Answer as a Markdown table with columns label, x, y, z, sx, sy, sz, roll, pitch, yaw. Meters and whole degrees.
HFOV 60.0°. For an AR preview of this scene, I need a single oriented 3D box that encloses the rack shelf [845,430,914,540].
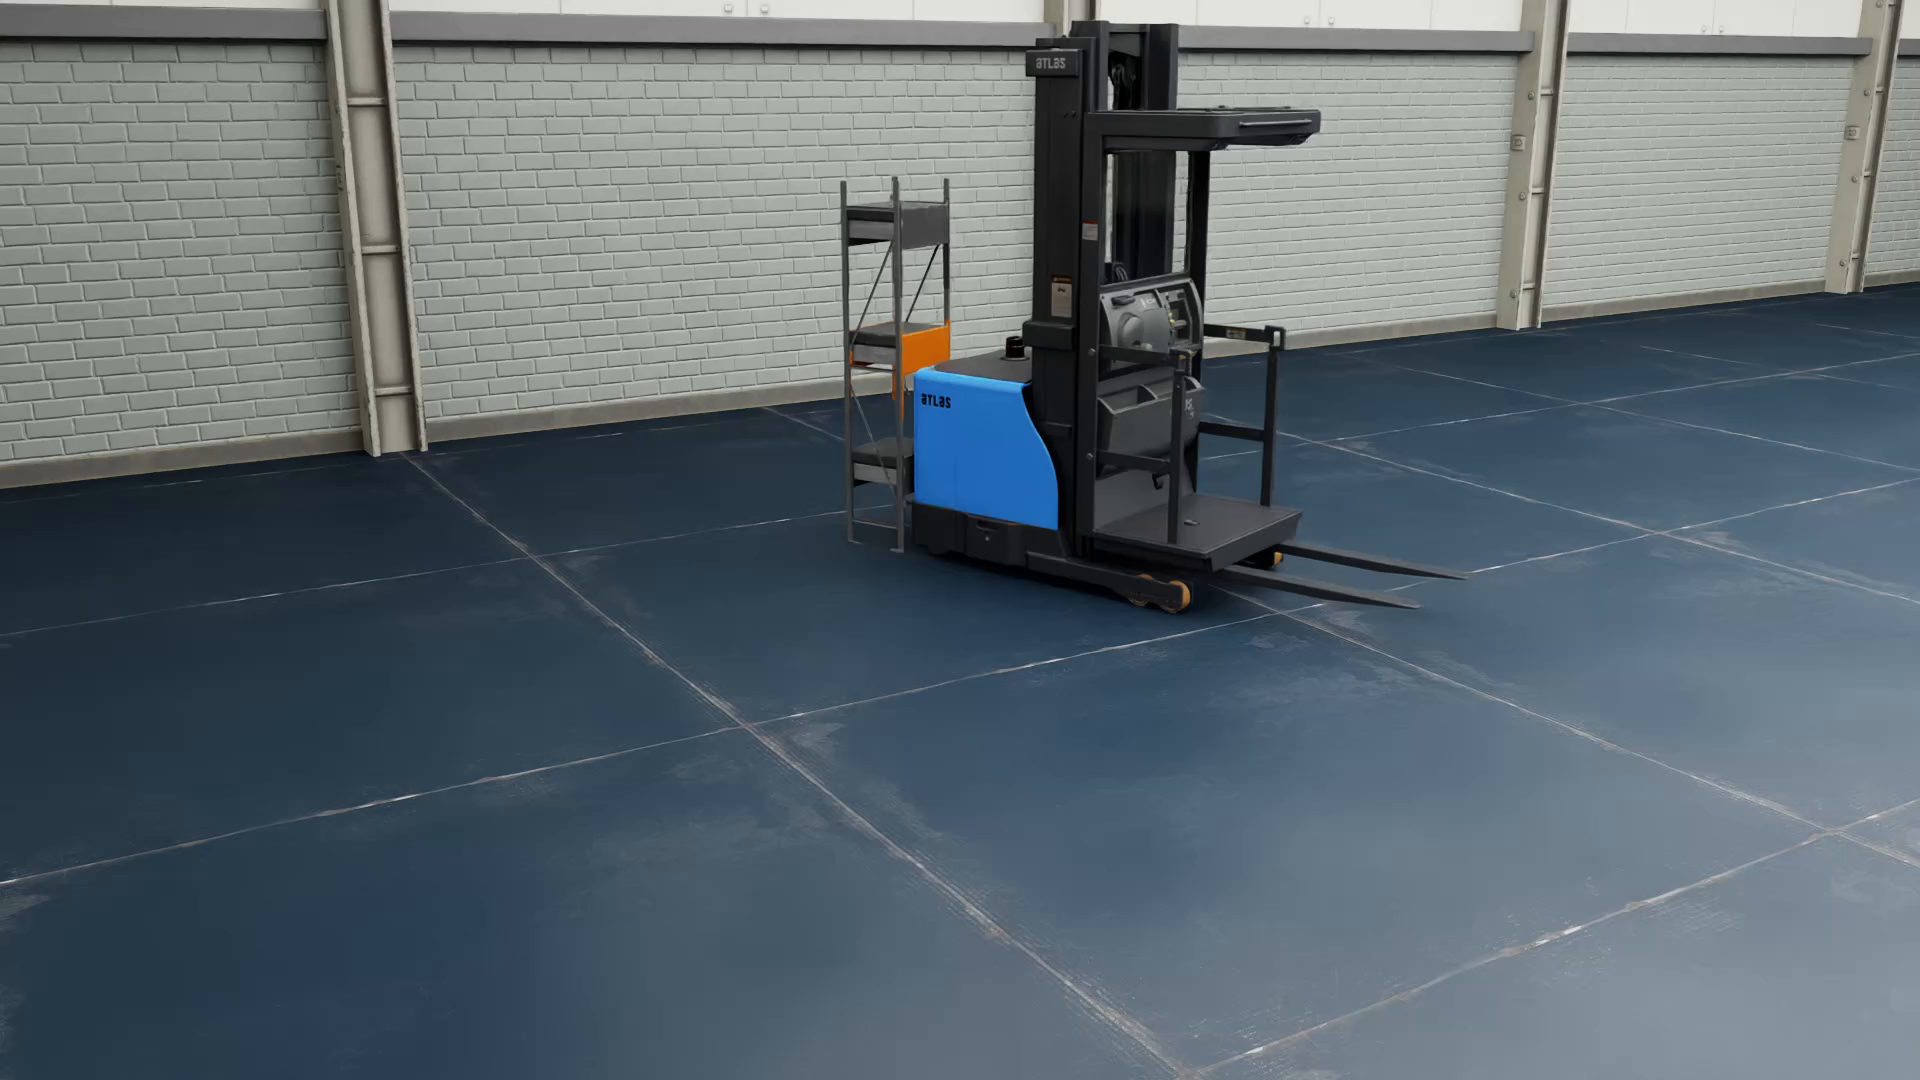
| label | x | y | z | sx | sy | sz | roll | pitch | yaw |
| --- | --- | --- | --- | --- | --- | --- | --- | --- | --- |
| rack shelf | -0.361 | -0.336 | 9.861 | 0.431 | 0.518 | 0.480 | 10 | 19 | 32 |

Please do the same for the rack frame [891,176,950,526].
| label | x | y | z | sx | sy | sz | roll | pitch | yaw |
| --- | --- | --- | --- | --- | --- | --- | --- | --- | --- |
| rack frame | -0.228 | -1.079 | 9.863 | 0.400 | 2.100 | 0.015 | 10 | 19 | 32 |

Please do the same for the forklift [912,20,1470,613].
| label | x | y | z | sx | sy | sz | roll | pitch | yaw |
| --- | --- | --- | --- | --- | --- | --- | --- | --- | --- |
| forklift | 1.191 | -1.196 | 8.748 | 3.031 | 2.935 | 1.130 | 12 | 20 | 37 |

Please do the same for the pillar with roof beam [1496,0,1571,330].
| label | x | y | z | sx | sy | sz | roll | pitch | yaw |
| --- | --- | --- | --- | --- | --- | --- | --- | --- | --- |
| pillar with roof beam | 8.332 | -5.673 | 13.476 | 0.400 | 9.000 | 9.100 | -9 | 18 | -30 |

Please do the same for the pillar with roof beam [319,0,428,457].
| label | x | y | z | sx | sy | sz | roll | pitch | yaw |
| --- | --- | --- | --- | --- | --- | --- | --- | --- | --- |
| pillar with roof beam | -1.954 | -4.005 | 7.525 | 0.400 | 9.000 | 9.100 | -9 | 18 | -30 |

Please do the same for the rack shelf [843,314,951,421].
| label | x | y | z | sx | sy | sz | roll | pitch | yaw |
| --- | --- | --- | --- | --- | --- | --- | --- | --- | --- |
| rack shelf | -0.362 | -1.010 | 9.671 | 0.431 | 0.518 | 0.480 | 10 | 19 | 32 |

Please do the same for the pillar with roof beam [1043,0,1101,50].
| label | x | y | z | sx | sy | sz | roll | pitch | yaw |
| --- | --- | --- | --- | --- | --- | --- | --- | --- | --- |
| pillar with roof beam | 3.189 | -4.839 | 10.501 | 0.400 | 9.000 | 9.100 | -9 | 18 | -30 |

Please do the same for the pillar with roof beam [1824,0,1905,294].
| label | x | y | z | sx | sy | sz | roll | pitch | yaw |
| --- | --- | --- | --- | --- | --- | --- | --- | --- | --- |
| pillar with roof beam | 13.475 | -6.507 | 16.451 | 0.400 | 9.000 | 9.100 | -9 | 18 | -30 |

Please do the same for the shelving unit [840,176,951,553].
| label | x | y | z | sx | sy | sz | roll | pitch | yaw |
| --- | --- | --- | --- | --- | --- | --- | --- | --- | --- |
| shelving unit | -0.363 | -1.023 | 9.668 | 0.431 | 2.100 | 0.503 | 10 | 19 | 32 |

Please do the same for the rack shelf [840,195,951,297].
| label | x | y | z | sx | sy | sz | roll | pitch | yaw |
| --- | --- | --- | --- | --- | --- | --- | --- | --- | --- |
| rack shelf | -0.364 | -1.684 | 9.482 | 0.431 | 0.518 | 0.480 | 10 | 19 | 32 |

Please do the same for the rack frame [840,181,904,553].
| label | x | y | z | sx | sy | sz | roll | pitch | yaw |
| --- | --- | --- | --- | --- | --- | --- | --- | --- | --- |
| rack frame | -0.497 | -0.968 | 9.472 | 0.400 | 2.100 | 0.015 | 10 | 19 | 32 |
